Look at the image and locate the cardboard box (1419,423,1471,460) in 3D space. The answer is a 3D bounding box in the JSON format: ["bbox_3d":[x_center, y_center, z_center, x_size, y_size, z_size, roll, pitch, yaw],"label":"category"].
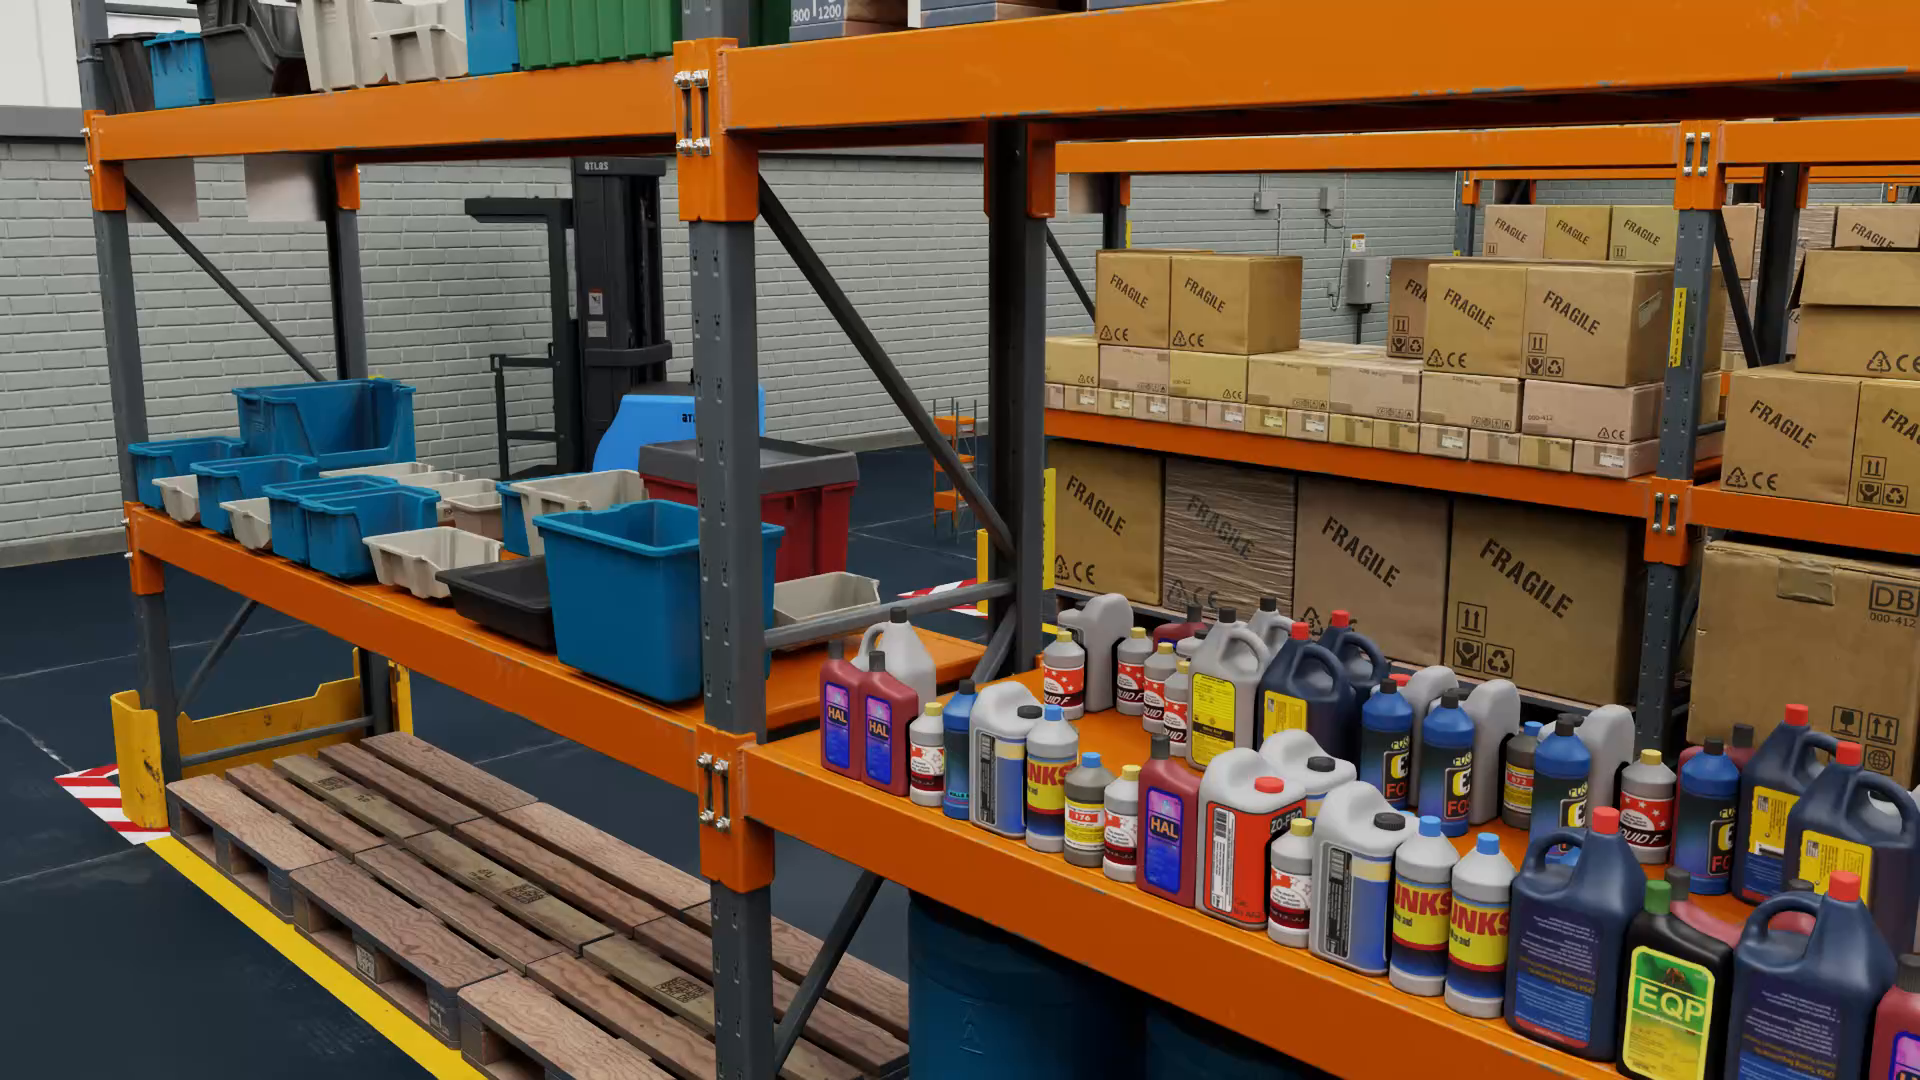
[{"bbox_3d":[2.419,-0.491,7.986,0.380,0.149,0.250,-11,16,-42],"label":"cardboard box"}]

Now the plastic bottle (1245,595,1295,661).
[{"bbox_3d":[0.688,0.300,3.645,0.144,0.351,0.185,-11,16,-43],"label":"plastic bottle"}]

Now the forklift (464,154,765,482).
[{"bbox_3d":[-3.091,-1.579,12.814,3.031,2.935,1.130,2,12,11],"label":"forklift"}]

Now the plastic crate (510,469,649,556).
[{"bbox_3d":[-1.104,-0.033,5.282,0.437,0.282,0.530,-11,16,-43],"label":"plastic crate"}]

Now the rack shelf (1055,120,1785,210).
[{"bbox_3d":[2.018,-1.912,8.606,1.077,0.370,4.000,-11,16,-43],"label":"rack shelf"}]

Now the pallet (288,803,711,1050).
[{"bbox_3d":[-1.566,1.273,5.710,1.003,0.211,1.213,-11,16,-43],"label":"pallet"}]

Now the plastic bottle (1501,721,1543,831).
[{"bbox_3d":[1.116,0.457,3.254,0.097,0.201,0.097,0,12,0],"label":"plastic bottle"}]

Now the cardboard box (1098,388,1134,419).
[{"bbox_3d":[0.999,-0.791,9.442,0.250,0.149,0.380,11,16,44],"label":"cardboard box"}]

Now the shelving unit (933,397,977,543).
[{"bbox_3d":[-0.037,-0.522,12.343,0.215,1.050,0.252,-11,16,-43],"label":"shelving unit"}]

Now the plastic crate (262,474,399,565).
[{"bbox_3d":[-2.104,-0.070,5.583,0.416,0.233,0.300,-11,16,-43],"label":"plastic crate"}]

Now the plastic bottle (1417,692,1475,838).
[{"bbox_3d":[0.939,0.429,3.213,0.097,0.271,0.097,0,12,0],"label":"plastic bottle"}]

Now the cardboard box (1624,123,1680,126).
[{"bbox_3d":[5.145,-2.907,12.026,0.500,0.250,0.500,11,16,43],"label":"cardboard box"}]

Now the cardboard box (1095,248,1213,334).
[{"bbox_3d":[1.163,-1.492,9.995,0.500,0.500,0.500,-11,16,-42],"label":"cardboard box"}]

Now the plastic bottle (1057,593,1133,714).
[{"bbox_3d":[0.323,0.260,4.021,0.152,0.276,0.135,-11,16,-43],"label":"plastic bottle"}]

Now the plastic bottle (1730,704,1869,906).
[{"bbox_3d":[1.449,0.461,2.864,0.144,0.351,0.185,-11,16,-43],"label":"plastic bottle"}]

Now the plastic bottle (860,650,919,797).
[{"bbox_3d":[-0.146,0.377,3.438,0.061,0.283,0.133,-11,16,-43],"label":"plastic bottle"}]

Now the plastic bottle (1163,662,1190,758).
[{"bbox_3d":[0.498,0.370,3.673,0.097,0.201,0.097,0,12,0],"label":"plastic bottle"}]

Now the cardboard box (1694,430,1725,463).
[{"bbox_3d":[3.435,-0.470,7.879,0.380,0.149,0.250,-11,16,-42],"label":"cardboard box"}]

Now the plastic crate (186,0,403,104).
[{"bbox_3d":[-2.089,-1.574,5.338,0.504,0.338,0.767,-11,16,-43],"label":"plastic crate"}]

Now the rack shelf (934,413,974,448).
[{"bbox_3d":[-0.037,-0.790,12.288,0.215,0.259,0.240,-11,16,-43],"label":"rack shelf"}]

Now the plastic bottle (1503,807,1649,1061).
[{"bbox_3d":[0.902,0.553,2.415,0.144,0.351,0.185,-11,16,-43],"label":"plastic bottle"}]

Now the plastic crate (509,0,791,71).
[{"bbox_3d":[-0.694,-1.198,3.884,0.450,0.188,0.662,-11,16,-43],"label":"plastic crate"}]

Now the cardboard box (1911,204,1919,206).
[{"bbox_3d":[8.890,-3.002,15.214,0.250,0.149,0.380,11,16,44],"label":"cardboard box"}]

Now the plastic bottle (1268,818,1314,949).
[{"bbox_3d":[0.561,0.561,2.747,0.097,0.201,0.097,0,12,0],"label":"plastic bottle"}]

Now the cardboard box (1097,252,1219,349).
[{"bbox_3d":[1.118,-1.346,9.286,0.500,0.500,0.500,11,16,44],"label":"cardboard box"}]

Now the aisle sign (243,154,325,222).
[{"bbox_3d":[-2.783,-1.721,6.890,0.394,0.787,0.004,-11,16,-43],"label":"aisle sign"}]

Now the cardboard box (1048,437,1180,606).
[{"bbox_3d":[1.137,-0.170,10.026,0.875,0.875,0.875,-11,16,-43],"label":"cardboard box"}]

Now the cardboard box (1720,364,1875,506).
[{"bbox_3d":[3.536,-0.450,6.914,0.500,0.500,0.500,-11,16,-42],"label":"cardboard box"}]

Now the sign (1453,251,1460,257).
[{"bbox_3d":[3.902,-2.112,13.082,0.100,0.325,0.005,-11,16,-43],"label":"sign"}]

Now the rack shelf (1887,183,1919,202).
[{"bbox_3d":[12.773,-3.985,18.669,1.077,0.370,4.000,-11,16,-43],"label":"rack shelf"}]

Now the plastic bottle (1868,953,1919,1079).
[{"bbox_3d":[1.202,0.662,2.055,0.061,0.283,0.133,-11,16,-43],"label":"plastic bottle"}]

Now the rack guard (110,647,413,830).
[{"bbox_3d":[-2.971,0.826,7.163,1.175,0.500,0.348,-11,16,-43],"label":"rack guard"}]

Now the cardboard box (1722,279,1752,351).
[{"bbox_3d":[5.478,-1.633,11.917,0.500,0.500,0.500,11,16,44],"label":"cardboard box"}]

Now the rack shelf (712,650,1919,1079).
[{"bbox_3d":[1.198,0.831,2.725,1.077,0.370,4.000,-11,16,-43],"label":"rack shelf"}]

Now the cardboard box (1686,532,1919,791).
[{"bbox_3d":[3.856,0.423,7.152,1.225,0.875,0.875,-11,16,-42],"label":"cardboard box"}]

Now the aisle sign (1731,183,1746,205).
[{"bbox_3d":[7.979,-3.795,16.954,0.394,0.787,0.004,-11,16,-43],"label":"aisle sign"}]

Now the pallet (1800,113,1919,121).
[{"bbox_3d":[4.068,-1.752,6.520,1.217,0.209,0.805,11,16,43],"label":"pallet"}]

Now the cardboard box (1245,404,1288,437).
[{"bbox_3d":[1.706,-0.642,8.715,0.250,0.149,0.380,11,16,44],"label":"cardboard box"}]

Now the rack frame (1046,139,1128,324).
[{"bbox_3d":[0.637,-1.087,10.253,1.000,3.000,0.127,-11,16,-43],"label":"rack frame"}]

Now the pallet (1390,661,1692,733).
[{"bbox_3d":[2.931,0.741,8.292,1.003,0.211,1.213,-11,16,-43],"label":"pallet"}]

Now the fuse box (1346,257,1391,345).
[{"bbox_3d":[5.513,-2.928,22.382,0.539,1.711,0.414,-11,16,-43],"label":"fuse box"}]

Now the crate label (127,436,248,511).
[{"bbox_3d":[-3.013,-0.262,6.516,0.416,0.233,0.303,-11,16,-43],"label":"crate label"}]

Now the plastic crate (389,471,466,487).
[{"bbox_3d":[-2.062,-0.159,6.253,0.396,0.136,0.243,-11,16,-43],"label":"plastic crate"}]

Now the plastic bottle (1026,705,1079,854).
[{"bbox_3d":[0.174,0.445,3.137,0.097,0.271,0.097,0,12,0],"label":"plastic bottle"}]

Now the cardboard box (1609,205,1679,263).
[{"bbox_3d":[5.108,-2.193,12.161,0.500,0.500,0.500,-11,16,-44],"label":"cardboard box"}]

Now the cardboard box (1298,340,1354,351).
[{"bbox_3d":[1.865,-0.977,9.354,0.500,0.250,0.500,11,16,43],"label":"cardboard box"}]

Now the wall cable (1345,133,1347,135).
[{"bbox_3d":[4.218,-6.301,20.696,2.355,3.000,0.029,-11,16,-43],"label":"wall cable"}]

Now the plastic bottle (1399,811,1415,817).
[{"bbox_3d":[0.738,0.554,2.781,0.097,0.201,0.097,0,12,0],"label":"plastic bottle"}]

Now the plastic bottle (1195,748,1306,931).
[{"bbox_3d":[0.500,0.504,2.840,0.152,0.276,0.135,-11,16,-43],"label":"plastic bottle"}]

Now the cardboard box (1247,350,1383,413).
[{"bbox_3d":[1.845,-0.827,8.627,0.500,0.250,0.500,-11,16,-44],"label":"cardboard box"}]

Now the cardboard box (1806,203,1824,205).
[{"bbox_3d":[8.178,-3.152,15.941,0.380,0.149,0.250,-10,15,-41],"label":"cardboard box"}]

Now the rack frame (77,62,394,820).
[{"bbox_3d":[-2.945,-0.397,6.903,1.000,3.000,0.127,-11,16,-43],"label":"rack frame"}]
